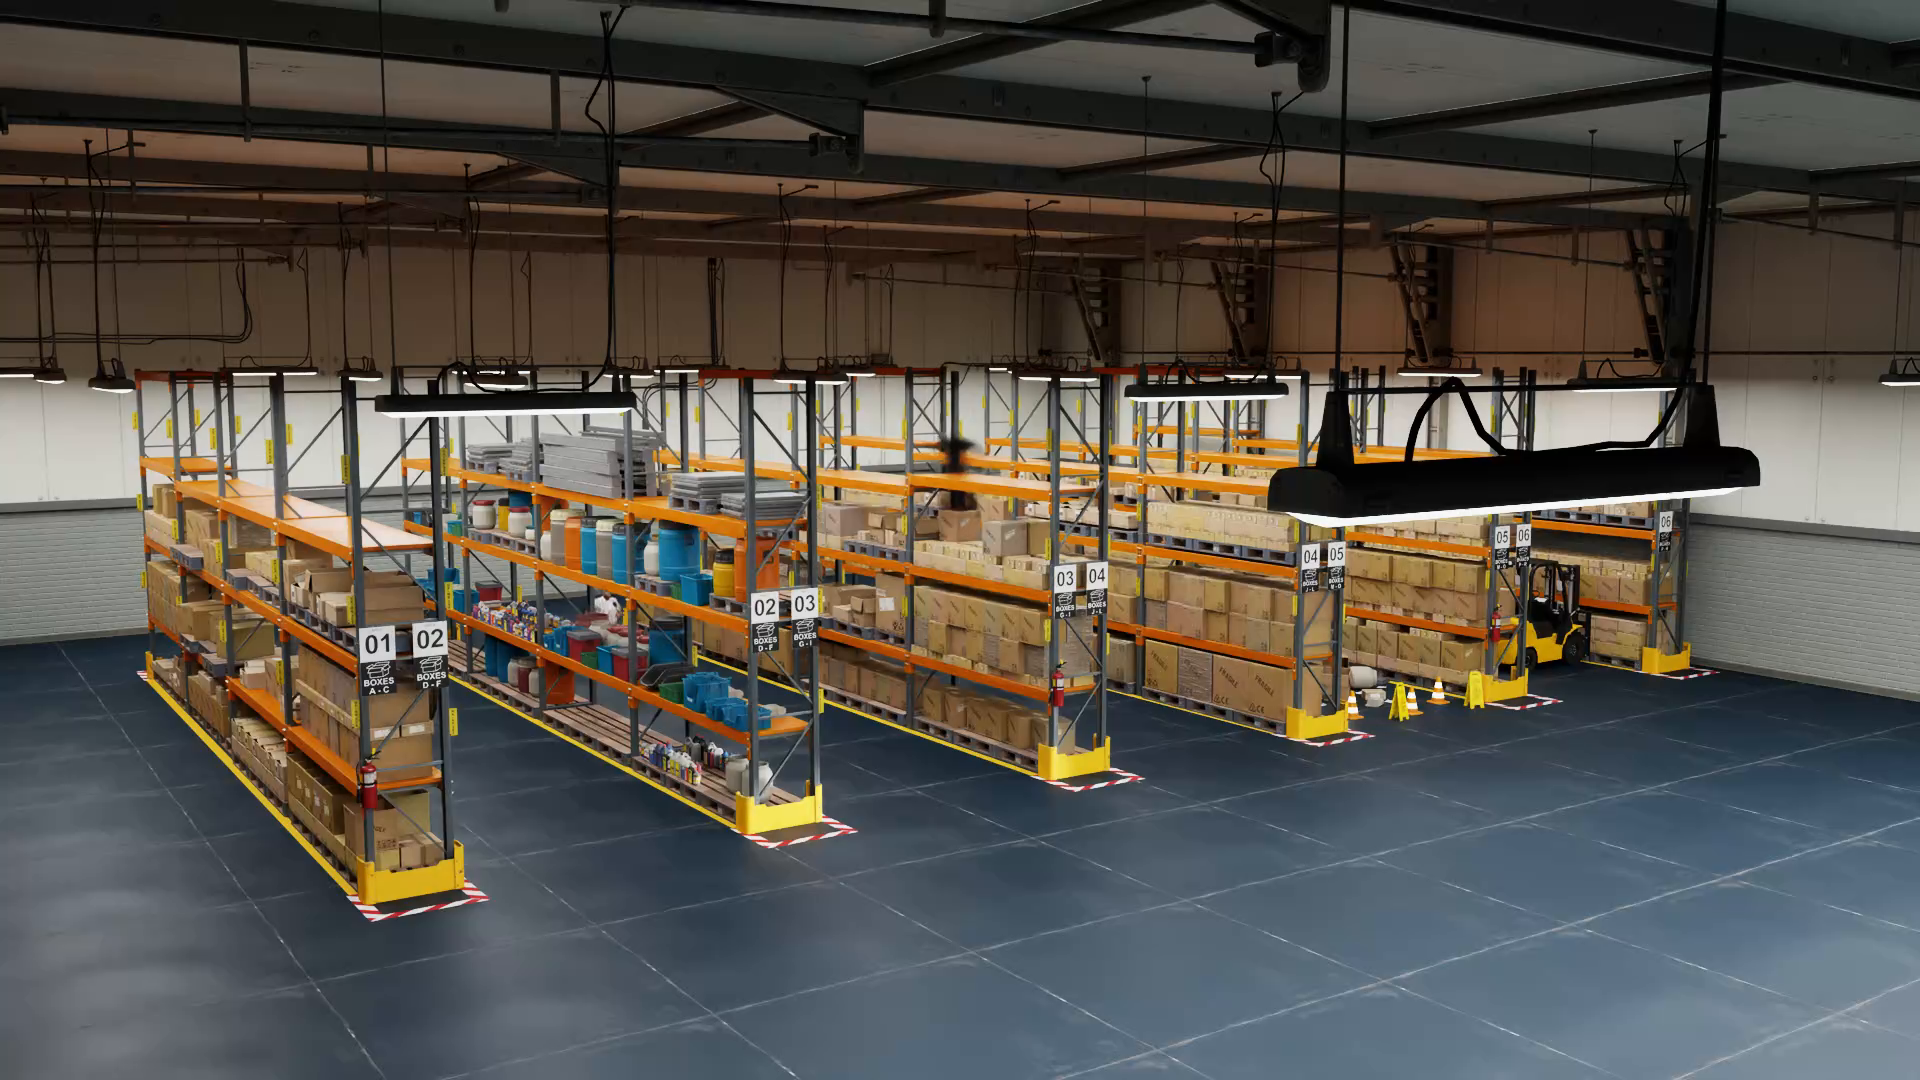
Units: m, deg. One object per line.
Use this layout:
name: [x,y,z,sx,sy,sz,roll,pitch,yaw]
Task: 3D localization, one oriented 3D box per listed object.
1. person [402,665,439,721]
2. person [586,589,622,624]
person: [-8.728,2.426,27.271,0.698,1.700,0.764,-6,9,-42]
person: [-6.954,1.761,32.814,0.644,1.820,0.735,-6,9,-44]
